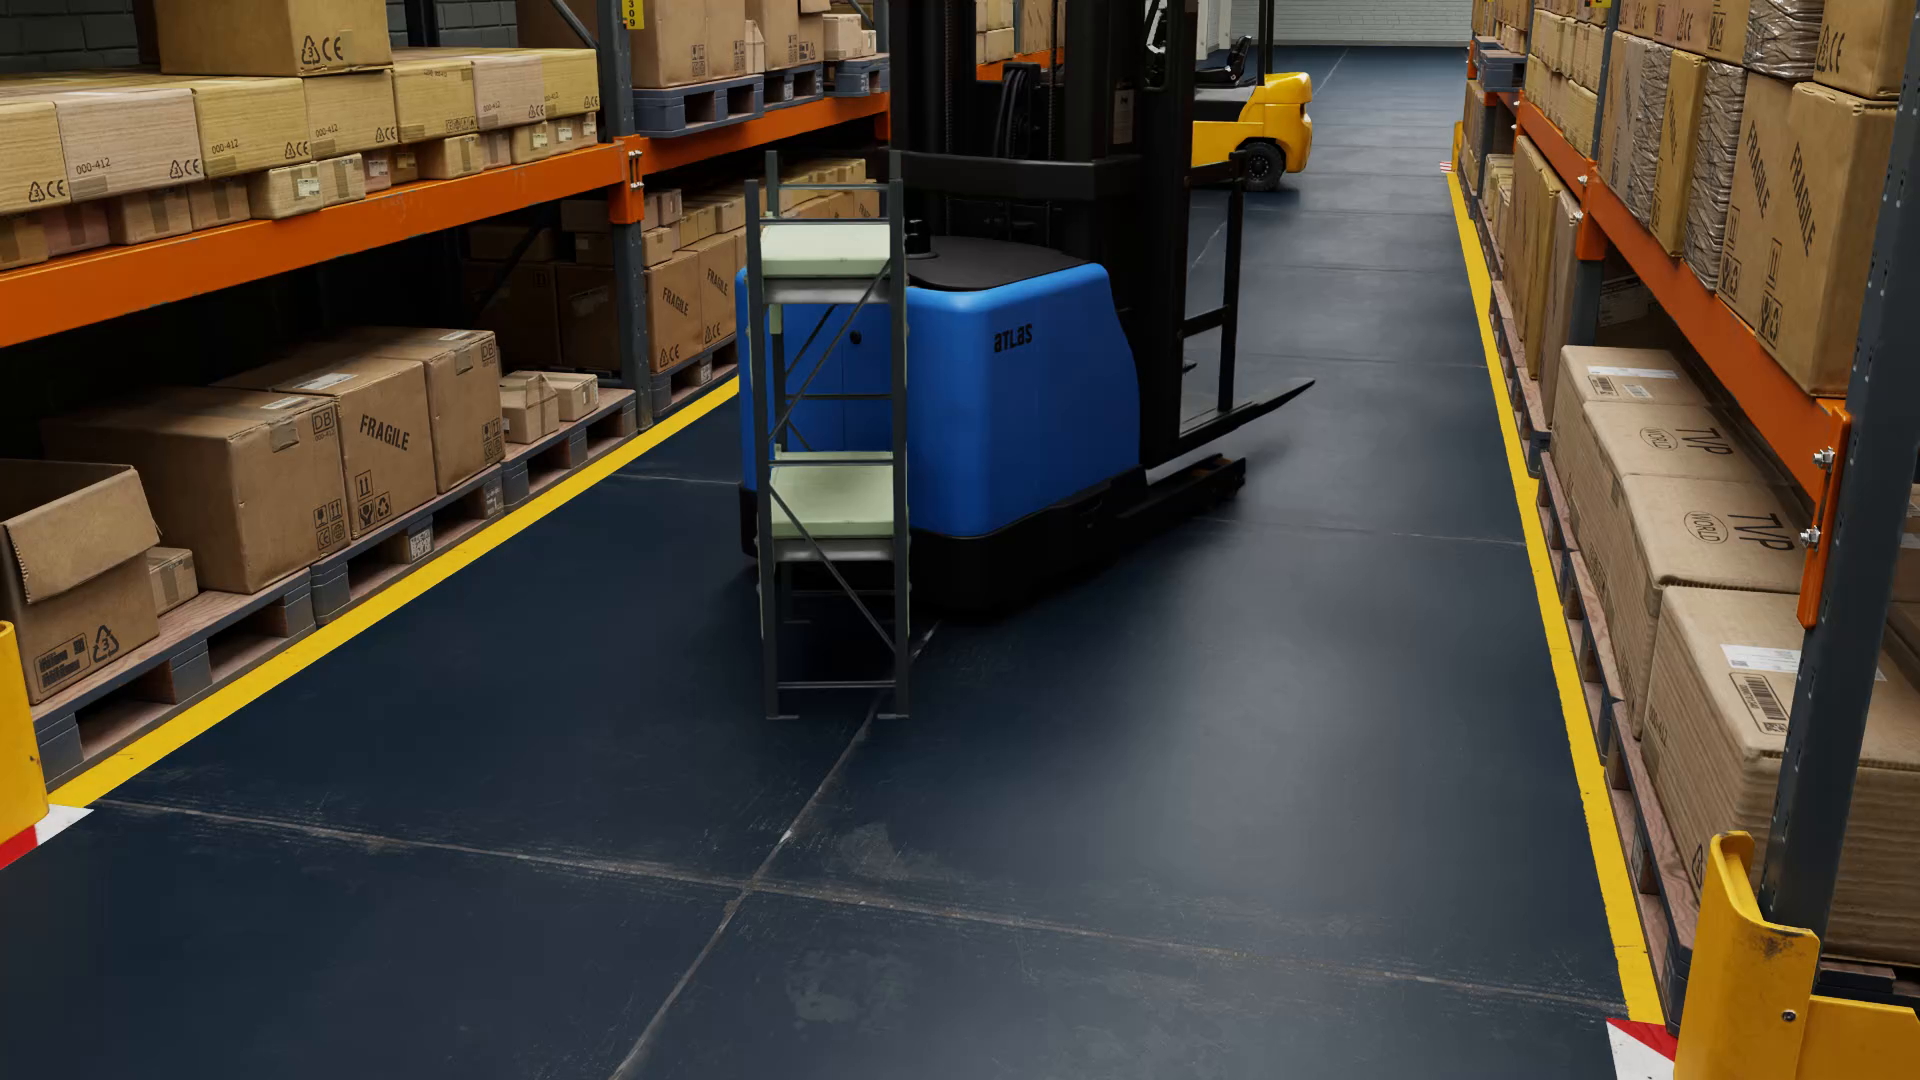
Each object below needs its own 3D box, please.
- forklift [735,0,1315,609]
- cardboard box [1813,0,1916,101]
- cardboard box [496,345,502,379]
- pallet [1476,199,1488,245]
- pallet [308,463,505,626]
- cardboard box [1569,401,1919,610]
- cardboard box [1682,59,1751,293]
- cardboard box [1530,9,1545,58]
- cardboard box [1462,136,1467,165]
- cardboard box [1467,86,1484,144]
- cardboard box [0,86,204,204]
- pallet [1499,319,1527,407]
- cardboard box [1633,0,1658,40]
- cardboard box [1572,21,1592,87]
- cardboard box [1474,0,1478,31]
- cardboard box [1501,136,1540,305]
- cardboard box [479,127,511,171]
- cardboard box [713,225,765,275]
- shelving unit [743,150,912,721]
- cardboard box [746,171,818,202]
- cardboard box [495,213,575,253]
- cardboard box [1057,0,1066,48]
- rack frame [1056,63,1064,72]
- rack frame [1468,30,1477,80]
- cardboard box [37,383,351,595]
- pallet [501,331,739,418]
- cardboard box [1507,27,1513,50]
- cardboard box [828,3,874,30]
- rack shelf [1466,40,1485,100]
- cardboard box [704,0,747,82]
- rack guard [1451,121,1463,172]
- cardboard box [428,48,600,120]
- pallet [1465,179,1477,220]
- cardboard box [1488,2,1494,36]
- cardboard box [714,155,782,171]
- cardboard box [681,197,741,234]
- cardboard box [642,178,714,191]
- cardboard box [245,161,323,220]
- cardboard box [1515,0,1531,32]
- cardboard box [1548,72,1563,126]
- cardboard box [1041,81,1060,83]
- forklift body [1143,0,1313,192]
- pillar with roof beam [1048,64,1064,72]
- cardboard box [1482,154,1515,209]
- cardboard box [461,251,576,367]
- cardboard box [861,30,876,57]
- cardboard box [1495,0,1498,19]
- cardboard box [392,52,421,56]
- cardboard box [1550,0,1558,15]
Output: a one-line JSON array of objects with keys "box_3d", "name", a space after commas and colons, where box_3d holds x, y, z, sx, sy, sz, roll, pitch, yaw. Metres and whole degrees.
[{"box_3d": [0.492, -1.581, 6.283, 1.130, 2.935, 3.031, 13, 23, 33], "name": "forklift"}, {"box_3d": [1.800, -1.012, 2.808, 0.500, 0.500, 0.500, 5, 20, 15], "name": "cardboard box"}, {"box_3d": [-2.314, -0.704, 7.118, 0.500, 0.311, 0.500, 5, 20, 15], "name": "cardboard box"}, {"box_3d": [4.656, -2.519, 13.236, 1.003, 0.211, 1.213, 5, 19, 13], "name": "pallet"}, {"box_3d": [-2.389, -0.048, 6.001, 1.003, 0.211, 1.213, 5, 19, 13], "name": "pallet"}, {"box_3d": [2.415, -0.093, 5.132, 0.875, 0.438, 0.875, 4, 19, 12], "name": "cardboard box"}, {"box_3d": [2.028, -0.859, 3.907, 0.500, 0.500, 0.500, 5, 20, 15], "name": "cardboard box"}, {"box_3d": [3.504, -2.855, 9.365, 0.500, 0.250, 0.500, 5, 19, 13], "name": "cardboard box"}, {"box_3d": [5.225, -3.844, 16.404, 0.500, 0.250, 0.500, 5, 20, 15], "name": "cardboard box"}, {"box_3d": [5.098, -4.030, 15.788, 0.500, 0.500, 0.500, 5, 19, 14], "name": "cardboard box"}, {"box_3d": [-2.406, -1.061, 4.425, 0.500, 0.250, 0.500, 5, 19, 14], "name": "cardboard box"}, {"box_3d": [3.302, -0.887, 8.458, 1.003, 0.211, 1.213, 5, 19, 13], "name": "pallet"}, {"box_3d": [2.410, -1.808, 5.138, 0.500, 0.500, 0.500, 4, 19, 13], "name": "cardboard box"}, {"box_3d": [2.877, -2.055, 7.023, 0.500, 0.250, 0.500, 5, 20, 15], "name": "cardboard box"}, {"box_3d": [5.314, -5.235, 16.260, 0.500, 0.500, 0.500, 5, 20, 15], "name": "cardboard box"}, {"box_3d": [3.618, -1.812, 9.490, 0.875, 0.875, 0.875, 4, 19, 13], "name": "cardboard box"}, {"box_3d": [-1.930, -1.481, 6.270, 0.380, 0.149, 0.250, 5, 20, 15], "name": "cardboard box"}, {"box_3d": [-1.341, -1.439, 8.979, 0.500, 0.500, 0.500, 4, 19, 12], "name": "cardboard box"}, {"box_3d": [-0.361, -0.322, 4.811, 0.431, 1.500, 0.755, -1, 19, -2], "name": "shelving unit"}, {"box_3d": [-1.074, -2.122, 9.972, 0.380, 0.149, 0.250, 5, 20, 15], "name": "cardboard box"}, {"box_3d": [-2.054, -1.510, 8.181, 0.380, 0.149, 0.250, 5, 19, 13], "name": "cardboard box"}, {"box_3d": [0.770, -5.119, 16.378, 0.500, 0.500, 0.500, 5, 19, 14], "name": "cardboard box"}, {"box_3d": [1.008, -5.727, 18.315, 1.000, 3.000, 0.127, 5, 19, 13], "name": "rack frame"}, {"box_3d": [5.822, -5.336, 17.170, 1.000, 3.000, 0.127, 5, 19, 13], "name": "rack frame"}, {"box_3d": [-2.413, -0.177, 5.283, 0.700, 0.500, 0.500, 5, 20, 16], "name": "cardboard box"}, {"box_3d": [-1.762, -0.904, 8.509, 1.003, 0.211, 1.213, 5, 19, 13], "name": "pallet"}, {"box_3d": [3.802, -3.281, 10.891, 0.380, 0.149, 0.250, 4, 19, 11], "name": "cardboard box"}, {"box_3d": [-0.577, -3.503, 11.262, 0.500, 0.250, 0.500, 5, 19, 13], "name": "cardboard box"}, {"box_3d": [5.334, -4.369, 15.451, 1.077, 0.370, 4.000, 5, 19, 13], "name": "rack shelf"}, {"box_3d": [-1.462, -2.508, 8.086, 0.700, 0.500, 0.500, 5, 19, 14], "name": "cardboard box"}, {"box_3d": [5.804, -4.130, 17.505, 1.175, 0.500, 0.348, 5, 19, 13], "name": "rack guard"}, {"box_3d": [-1.812, -1.857, 6.755, 0.500, 0.250, 0.500, 5, 20, 15], "name": "cardboard box"}, {"box_3d": [4.975, -2.976, 14.575, 1.003, 0.211, 1.213, 5, 19, 13], "name": "pallet"}, {"box_3d": [4.712, -4.430, 13.901, 0.500, 0.500, 0.500, 4, 19, 12], "name": "cardboard box"}, {"box_3d": [-1.376, -2.404, 10.798, 0.380, 0.149, 0.250, 6, 20, 16], "name": "cardboard box"}, {"box_3d": [-1.383, -1.717, 8.787, 0.380, 0.149, 0.250, 5, 19, 13], "name": "cardboard box"}, {"box_3d": [-1.640, -1.994, 9.599, 0.380, 0.149, 0.250, 5, 19, 14], "name": "cardboard box"}, {"box_3d": [-2.192, -1.075, 5.082, 0.380, 0.149, 0.250, 4, 19, 12], "name": "cardboard box"}, {"box_3d": [3.709, -3.380, 10.179, 0.500, 0.500, 0.500, 4, 19, 12], "name": "cardboard box"}, {"box_3d": [3.145, -2.143, 8.054, 0.500, 0.250, 0.500, 5, 19, 13], "name": "cardboard box"}, {"box_3d": [0.834, -4.451, 16.636, 0.500, 0.250, 0.500, 4, 19, 12], "name": "cardboard box"}, {"box_3d": [2.314, -4.587, 16.290, 2.313, 2.155, 1.214, 5, 19, 13], "name": "forklift body"}, {"box_3d": [5.605, -9.960, 21.425, 9.100, 9.000, 0.400, 5, 19, 13], "name": "pillar with roof beam"}, {"box_3d": [4.719, -2.873, 13.375, 0.950, 0.372, 0.625, 5, 19, 14], "name": "cardboard box"}, {"box_3d": [-2.091, -1.159, 8.158, 0.500, 0.500, 0.500, 5, 19, 13], "name": "cardboard box"}, {"box_3d": [-0.735, -3.063, 10.255, 0.380, 0.149, 0.250, 5, 19, 14], "name": "cardboard box"}, {"box_3d": [4.331, -4.188, 12.544, 0.500, 0.500, 0.500, 5, 19, 14], "name": "cardboard box"}, {"box_3d": [-2.422, -1.744, 6.425, 0.500, 0.250, 0.500, 4, 19, 13], "name": "cardboard box"}, {"box_3d": [3.257, -2.897, 8.327, 0.500, 0.500, 0.500, 5, 20, 15], "name": "cardboard box"}]
